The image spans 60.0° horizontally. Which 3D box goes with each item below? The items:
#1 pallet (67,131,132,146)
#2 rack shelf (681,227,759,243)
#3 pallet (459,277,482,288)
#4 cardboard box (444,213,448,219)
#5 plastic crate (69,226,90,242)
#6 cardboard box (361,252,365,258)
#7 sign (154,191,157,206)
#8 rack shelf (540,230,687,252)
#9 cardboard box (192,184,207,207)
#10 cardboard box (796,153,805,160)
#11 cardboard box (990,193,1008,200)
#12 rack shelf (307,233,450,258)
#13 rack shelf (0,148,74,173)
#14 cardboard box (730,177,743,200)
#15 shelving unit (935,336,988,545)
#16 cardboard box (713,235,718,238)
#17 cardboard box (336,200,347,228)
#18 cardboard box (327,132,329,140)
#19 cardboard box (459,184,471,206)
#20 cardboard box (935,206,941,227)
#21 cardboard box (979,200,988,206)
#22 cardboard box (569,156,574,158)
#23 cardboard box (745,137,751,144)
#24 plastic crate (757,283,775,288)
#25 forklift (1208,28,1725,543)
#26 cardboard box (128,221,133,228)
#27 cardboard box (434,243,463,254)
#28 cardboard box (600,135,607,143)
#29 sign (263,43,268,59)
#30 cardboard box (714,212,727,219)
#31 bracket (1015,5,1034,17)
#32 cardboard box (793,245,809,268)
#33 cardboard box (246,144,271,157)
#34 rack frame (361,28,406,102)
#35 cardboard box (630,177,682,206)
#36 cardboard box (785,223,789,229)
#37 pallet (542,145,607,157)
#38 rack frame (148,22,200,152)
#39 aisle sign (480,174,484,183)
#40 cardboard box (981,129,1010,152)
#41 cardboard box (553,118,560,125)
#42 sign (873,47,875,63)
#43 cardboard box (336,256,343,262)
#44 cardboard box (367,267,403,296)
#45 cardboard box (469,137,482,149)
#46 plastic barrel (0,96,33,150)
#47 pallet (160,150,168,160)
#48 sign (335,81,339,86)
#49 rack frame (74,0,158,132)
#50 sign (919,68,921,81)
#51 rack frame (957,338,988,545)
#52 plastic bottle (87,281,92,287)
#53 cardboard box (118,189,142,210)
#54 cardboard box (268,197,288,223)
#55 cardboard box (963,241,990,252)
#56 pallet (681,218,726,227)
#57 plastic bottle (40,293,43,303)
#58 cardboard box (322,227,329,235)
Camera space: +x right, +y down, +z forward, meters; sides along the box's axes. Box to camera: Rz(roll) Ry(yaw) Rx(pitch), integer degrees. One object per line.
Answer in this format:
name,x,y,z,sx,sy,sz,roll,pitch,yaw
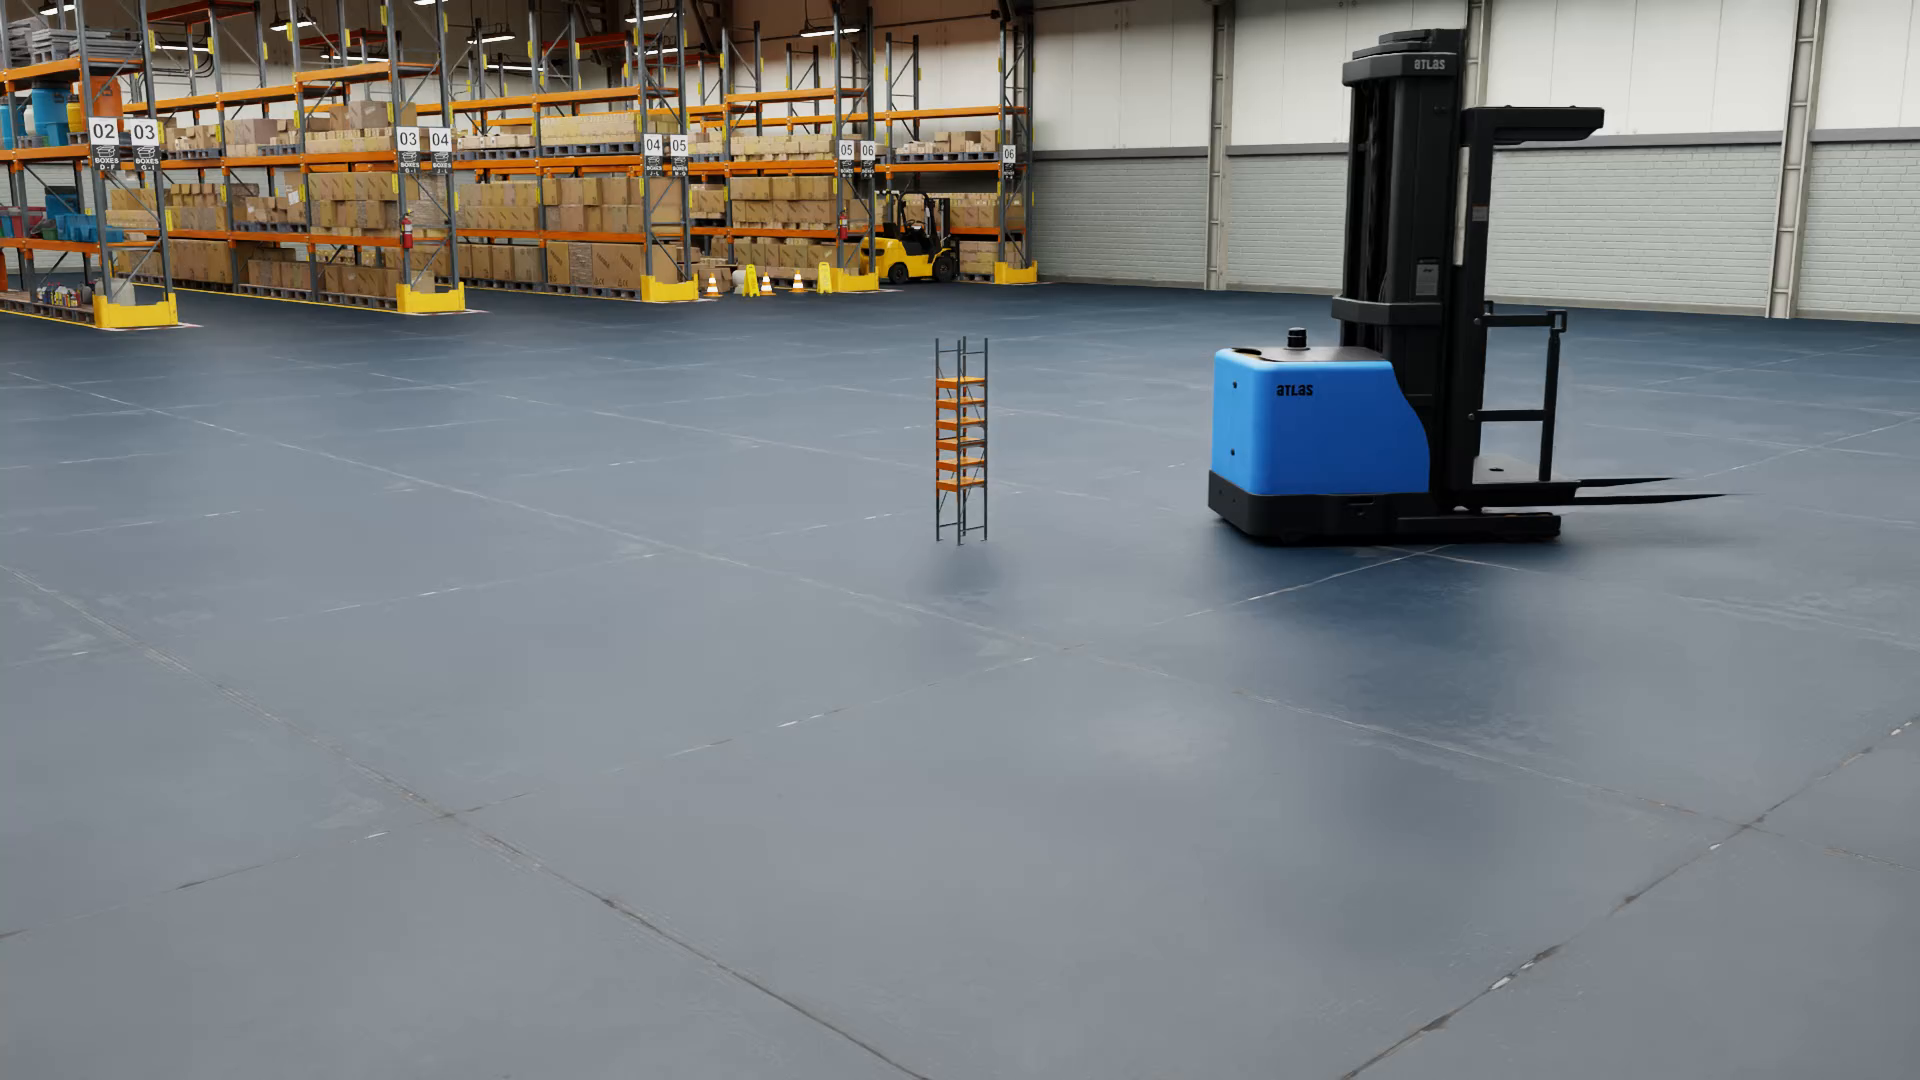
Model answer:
pallet,-13.515,-6.389,26.521,1.003,0.211,1.213,-11,16,-43
rack shelf,-6.409,-7.472,40.529,1.077,0.370,4.000,-11,16,-43
pallet,-10.810,-5.920,38.125,1.003,0.211,1.213,-11,16,-43
cardboard box,-11.973,-7.502,38.475,0.380,0.149,0.250,-11,16,-42
plastic crate,-14.021,-4.932,26.784,0.499,0.251,0.408,-11,16,-43
cardboard box,-14.879,-7.179,41.873,0.380,0.149,0.250,-11,16,-43
sign,-18.120,-7.704,37.531,0.100,0.325,0.005,-11,16,-43
rack shelf,-7.157,-6.184,34.275,1.077,0.370,4.000,-11,16,-43
cardboard box,-16.366,-7.577,36.521,0.797,0.503,0.637,-10,15,-41
cardboard box,-3.401,-8.459,36.726,0.380,0.149,0.250,-11,16,-43
cardboard box,0.923,-8.176,39.571,0.380,0.149,0.250,-11,16,-42
rack shelf,-10.814,-5.507,30.992,1.077,0.370,4.000,-11,16,-43
rack shelf,-17.158,-6.870,30.173,1.077,0.370,4.000,-11,16,-43
cardboard box,-4.880,-8.122,38.440,0.700,0.500,0.500,-11,16,-43
shelving unit,0.010,-0.586,9.780,0.258,1.200,0.189,-11,16,-43
cardboard box,-6.866,-8.756,47.787,0.380,0.149,0.250,-11,16,-44
cardboard box,-11.191,-6.135,31.272,0.875,0.500,0.500,-11,16,-43
cardboard box,-11.587,-7.550,31.076,0.380,0.149,0.250,-10,15,-41
cardboard box,-10.997,-7.884,38.017,0.700,0.500,0.500,-11,16,-43
cardboard box,-0.268,-7.949,40.812,0.500,0.500,0.500,-11,16,-42
cardboard box,0.682,-8.052,39.707,0.380,0.149,0.250,-11,16,-42
cardboard box,-9.931,-10.027,43.252,0.250,0.166,0.380,10,16,41
cardboard box,-4.669,-9.104,37.880,0.250,0.149,0.380,11,16,43
plastic crate,-4.536,-5.759,37.667,0.583,0.080,0.402,6,13,26
forklift,3.132,-1.526,10.053,3.031,2.935,1.130,-1,12,-7
cardboard box,-19.412,-7.458,39.299,0.250,0.149,0.380,11,16,44
cardboard box,-11.962,-6.824,38.894,0.500,0.250,0.500,11,16,44
cardboard box,-6.953,-7.995,33.184,0.380,0.149,0.250,-11,16,-43
sign,-14.571,-10.247,34.836,0.100,0.325,0.005,-11,16,-43
cardboard box,-5.582,-7.652,39.200,0.380,0.149,0.250,-11,16,-42
bracket,1.523,-12.459,39.166,0.235,0.232,0.430,-11,16,-43
cardboard box,-3.370,-6.331,37.124,0.500,0.500,0.500,-10,15,-40
cardboard box,-14.101,-7.878,33.656,0.500,0.250,0.500,-10,16,-41
rack frame,-14.062,-10.934,40.681,1.000,3.000,0.127,-11,16,-43
cardboard box,-6.004,-6.906,32.951,0.875,0.550,0.550,-11,16,-43
cardboard box,-3.720,-7.076,37.447,0.380,0.149,0.250,-11,16,-43
pallet,-7.980,-8.133,34.739,1.003,0.211,1.213,-11,16,-43
rack frame,-17.720,-10.257,37.398,1.000,3.000,0.127,-11,16,-43
aisle sign,-13.574,-10.527,47.132,0.394,0.787,0.004,-11,16,-43
cardboard box,0.840,-9.444,39.349,0.500,0.500,0.500,-10,15,-41
cardboard box,-8.181,-8.645,34.362,0.380,0.149,0.250,-11,16,-43
sign,-1.873,-10.459,35.865,0.100,0.325,0.005,-11,16,-43
cardboard box,-15.917,-7.273,43.066,0.250,0.149,0.380,11,16,42
cardboard box,-10.708,-4.819,31.023,0.500,0.500,0.500,-9,15,-37
cardboard box,-10.613,-8.853,37.097,0.500,0.250,0.500,-10,16,-41
plastic barrel,-16.285,-7.220,28.846,0.600,0.901,0.708,-11,16,-43
pallet,-18.277,-8.866,38.296,1.003,0.211,1.213,-11,16,-43
sign,-16.409,-12.127,43.765,0.100,0.325,0.005,-11,16,-43
rack frame,-13.015,-7.816,25.547,1.000,3.000,0.127,-11,16,-43
sign,-1.022,-11.772,42.042,0.100,0.325,0.005,-11,16,-43
rack frame,0.073,-0.572,9.715,0.240,1.200,0.006,-11,16,-43
plastic bottle,-15.124,-4.326,28.948,0.185,0.351,0.144,11,16,44
cardboard box,-19.638,-8.087,39.506,0.500,0.500,0.500,11,16,44
cardboard box,-13.459,-6.648,33.449,0.797,0.503,0.637,-9,15,-37
cardboard box,0.422,-7.087,40.173,0.500,0.250,0.500,-11,16,-42
pallet,-6.393,-7.739,40.517,1.003,0.211,1.213,-11,16,-43
plastic bottle,-15.734,-4.169,28.558,0.097,0.201,0.097,0,12,0
cardboard box,-11.908,-5.884,31.662,0.380,0.149,0.250,-11,16,-43
